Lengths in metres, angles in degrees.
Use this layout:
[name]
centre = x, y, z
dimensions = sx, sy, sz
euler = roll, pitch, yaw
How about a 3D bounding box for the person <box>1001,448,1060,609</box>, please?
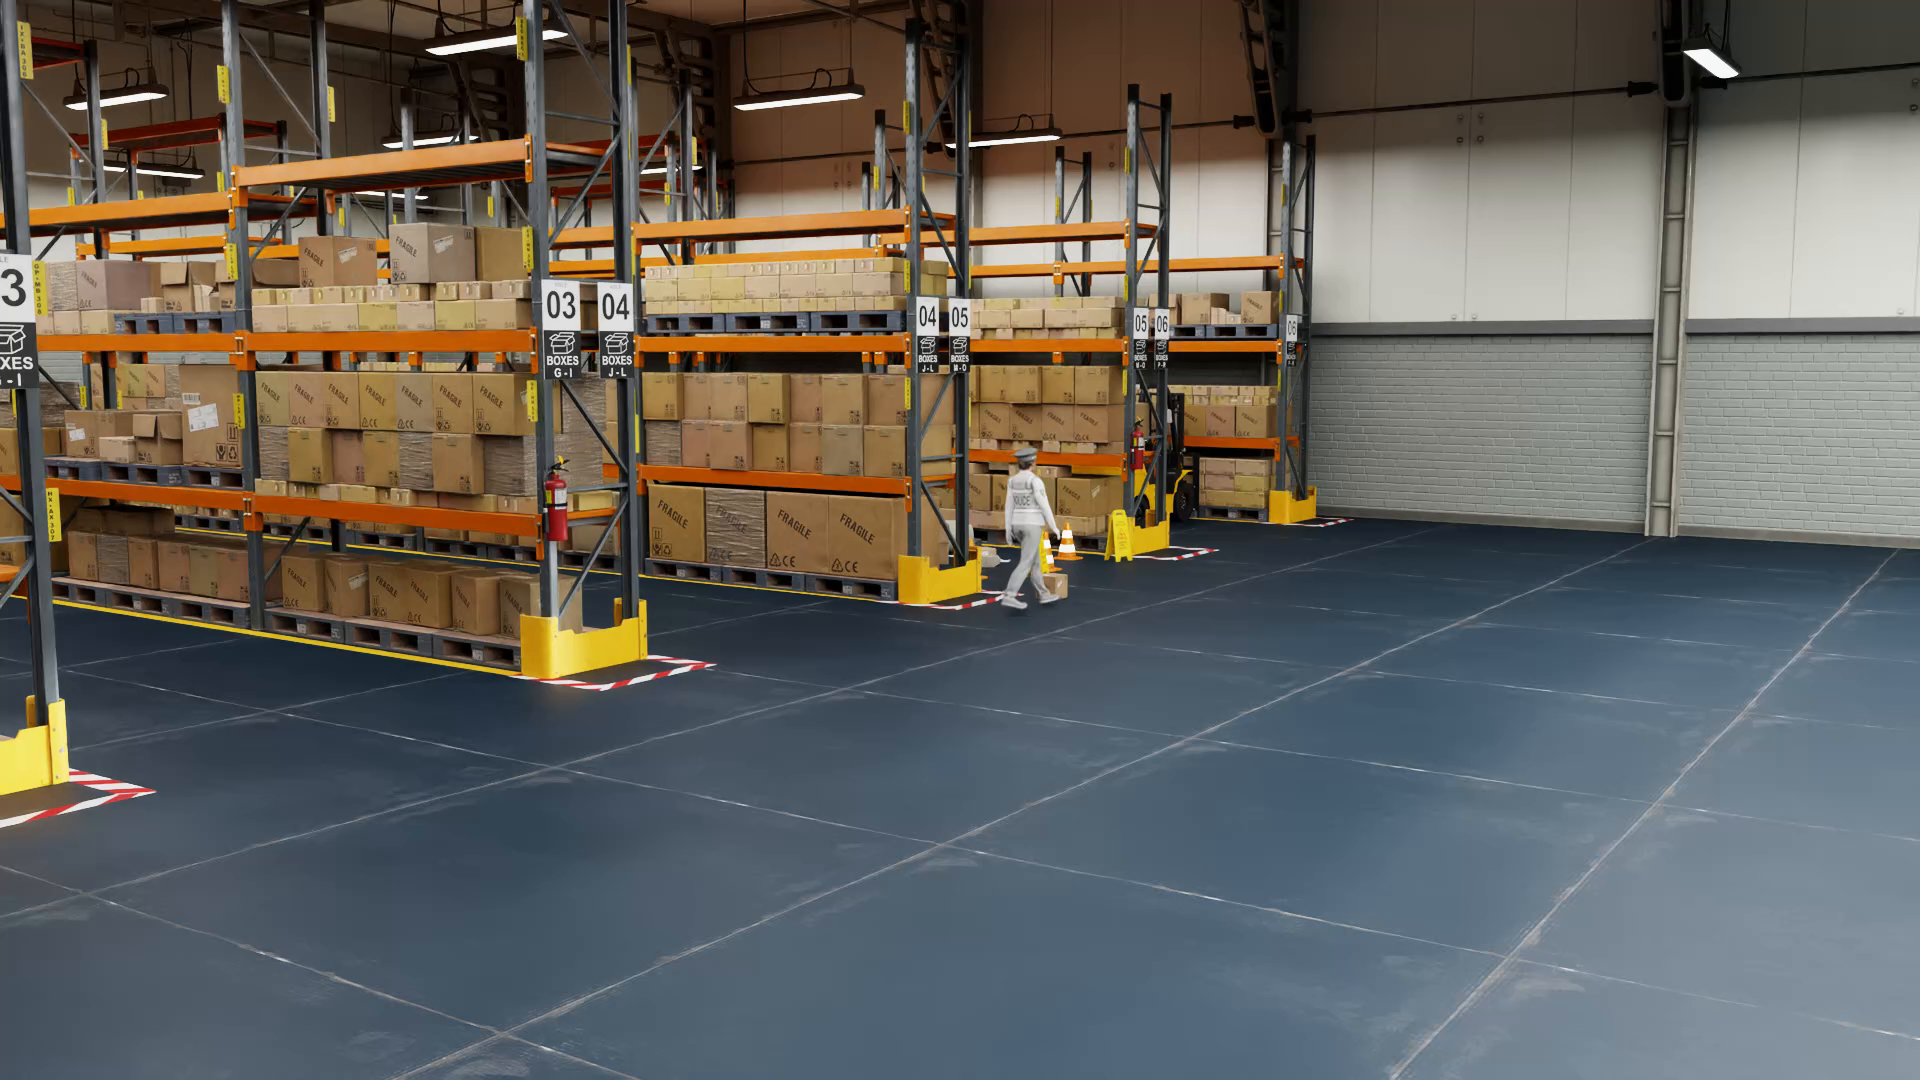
[person]
centre = 0.744, -0.128, 17.067
dimensions = 0.927, 1.633, 0.501
euler = -5, 8, -37
